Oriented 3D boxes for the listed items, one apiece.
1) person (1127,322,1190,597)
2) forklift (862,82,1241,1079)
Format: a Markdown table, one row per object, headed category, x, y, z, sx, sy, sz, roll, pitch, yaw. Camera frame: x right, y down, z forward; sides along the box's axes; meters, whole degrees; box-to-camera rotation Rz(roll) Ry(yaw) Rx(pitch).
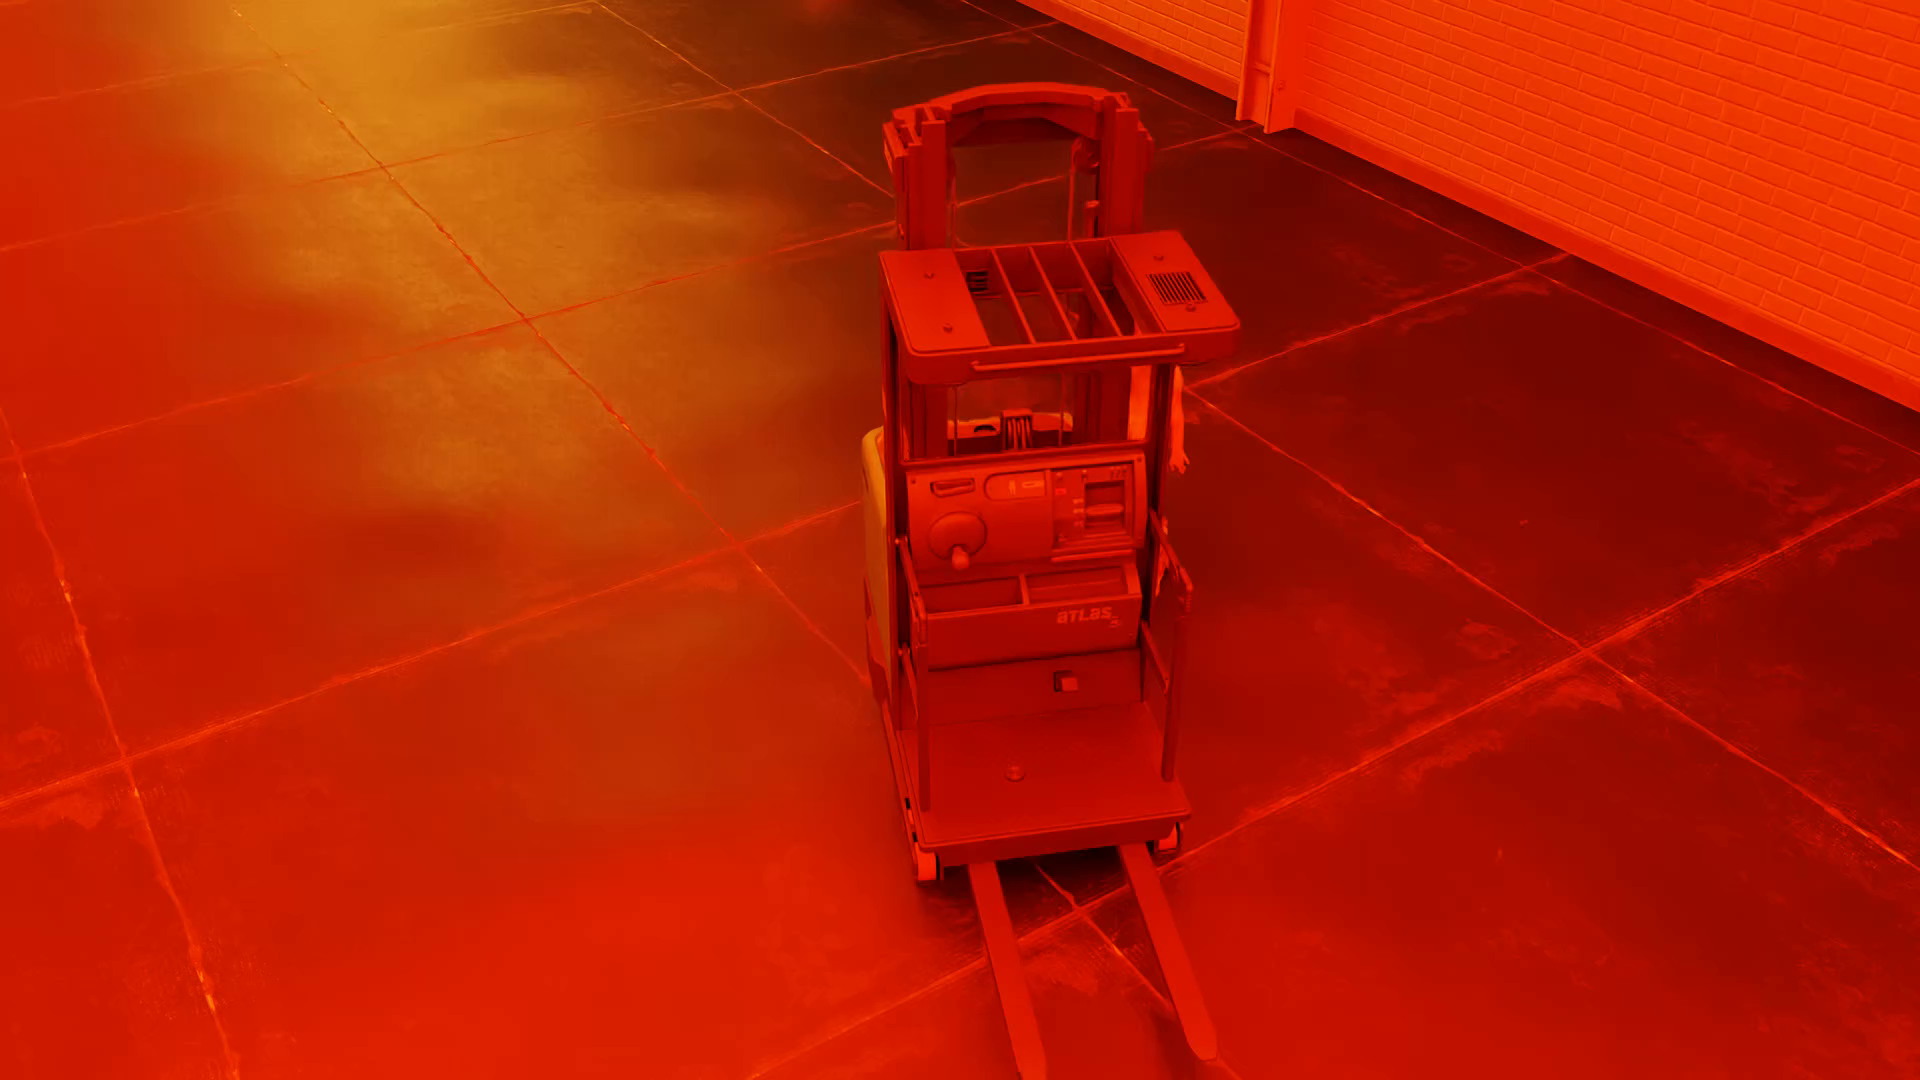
| category | x | y | z | sx | sy | sz | roll | pitch | yaw |
| --- | --- | --- | --- | --- | --- | --- | --- | --- | --- |
| person | 0.909 | -0.566 | 8.131 | 0.443 | 1.648 | 0.814 | -9 | 36 | -12 |
| forklift | 0.300 | -0.047 | 6.215 | 1.130 | 2.935 | 3.031 | -6 | 36 | -8 |
